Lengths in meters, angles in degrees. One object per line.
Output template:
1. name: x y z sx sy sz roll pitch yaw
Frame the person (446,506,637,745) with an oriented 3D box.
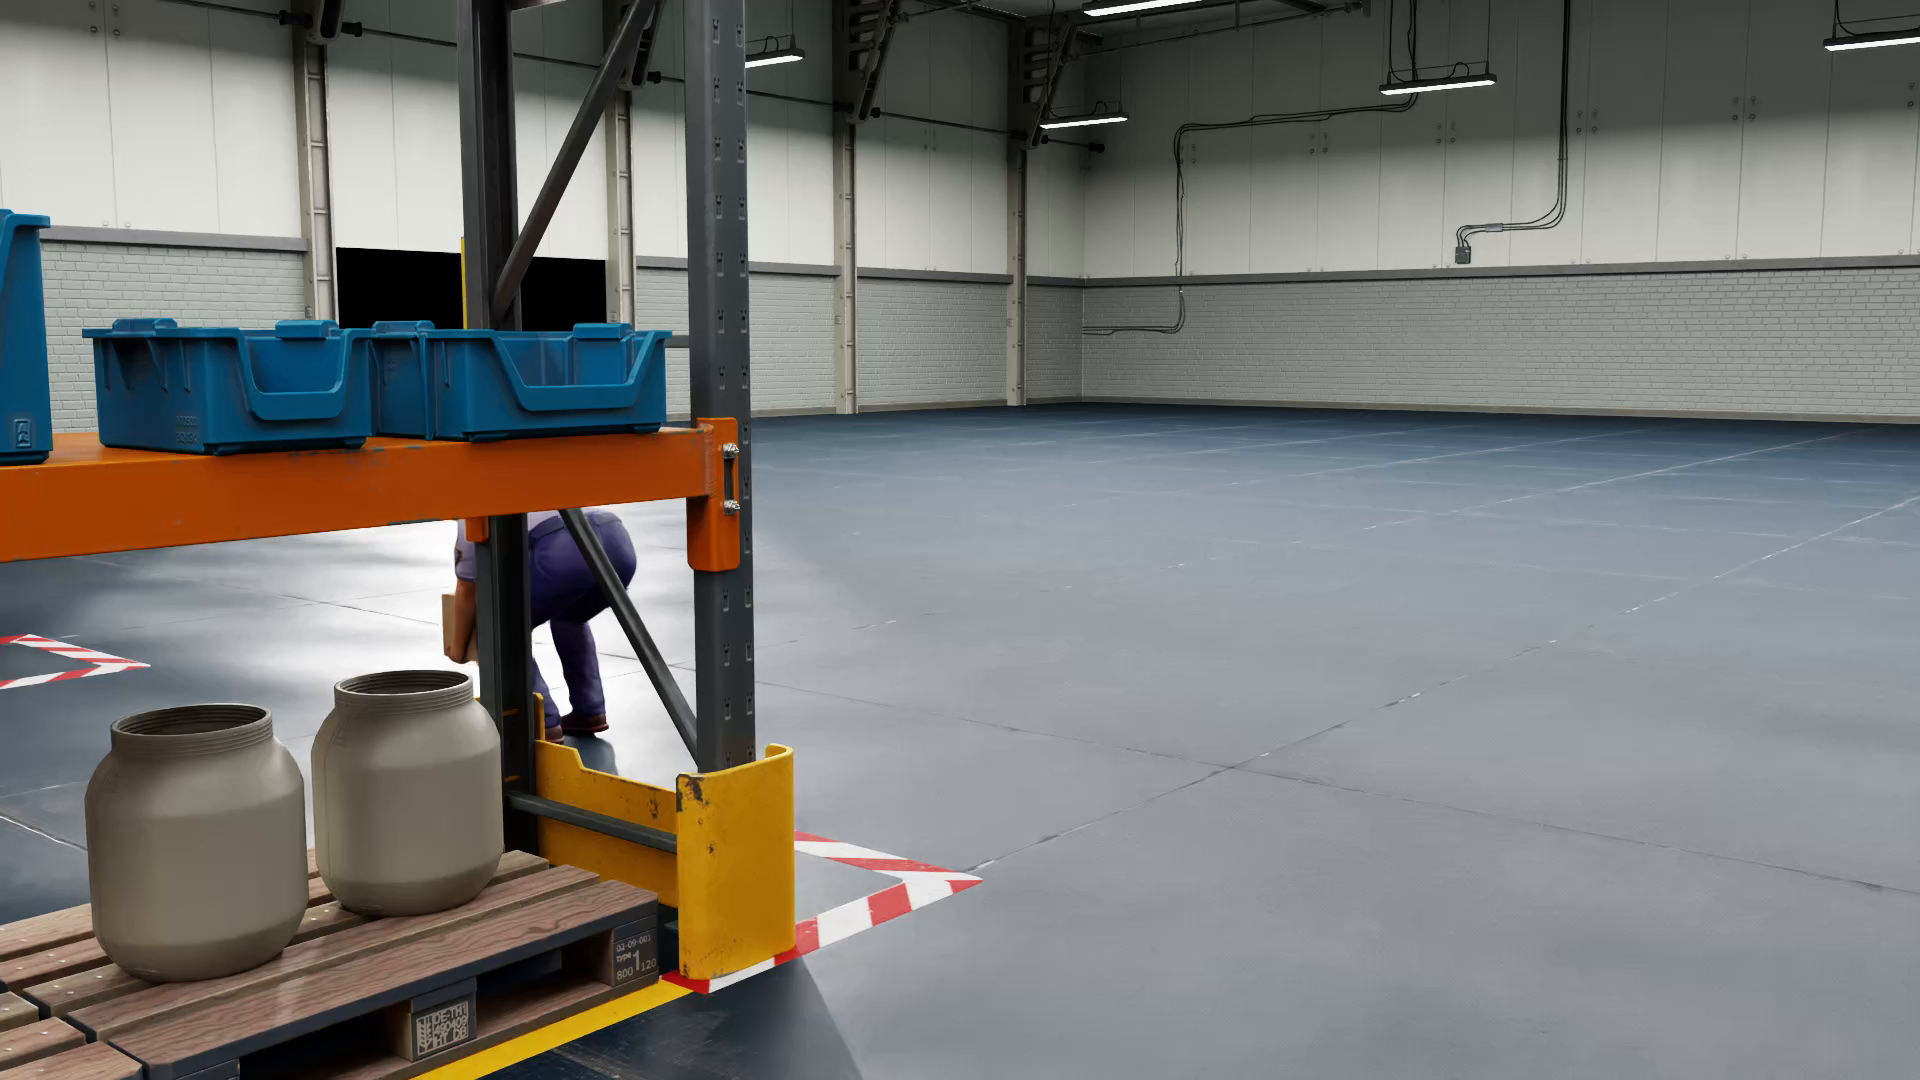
1. person: -1.655 0.249 6.409 0.892 1.014 0.506 5 8 36
